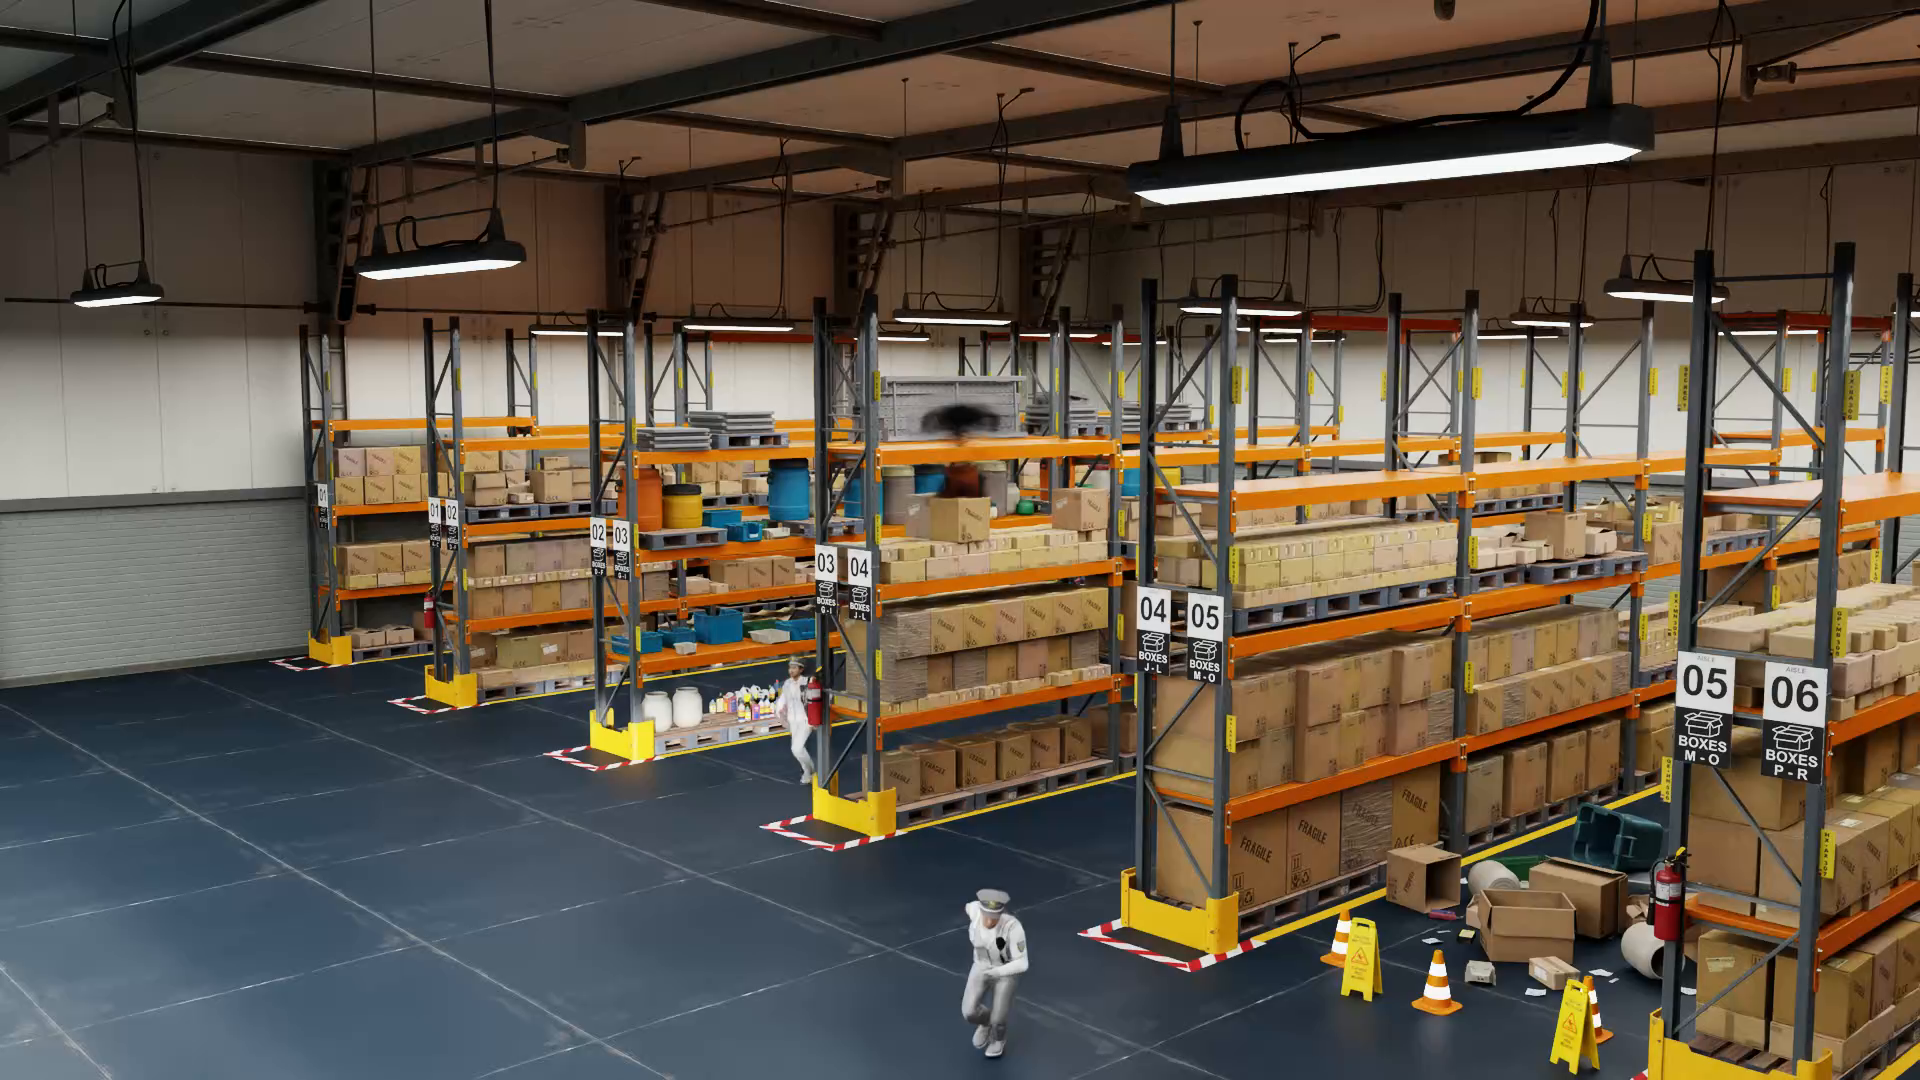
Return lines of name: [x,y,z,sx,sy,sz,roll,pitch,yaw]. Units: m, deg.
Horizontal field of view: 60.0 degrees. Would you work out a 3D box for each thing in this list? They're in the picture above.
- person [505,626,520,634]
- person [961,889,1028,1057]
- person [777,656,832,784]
person: [-7.968,1.282,29.705,0.657,1.823,0.872,4,7,34]
person: [0.248,3.207,12.274,0.625,1.428,0.942,2,6,20]
person: [-1.962,2.247,20.604,0.631,1.650,0.777,4,7,32]
